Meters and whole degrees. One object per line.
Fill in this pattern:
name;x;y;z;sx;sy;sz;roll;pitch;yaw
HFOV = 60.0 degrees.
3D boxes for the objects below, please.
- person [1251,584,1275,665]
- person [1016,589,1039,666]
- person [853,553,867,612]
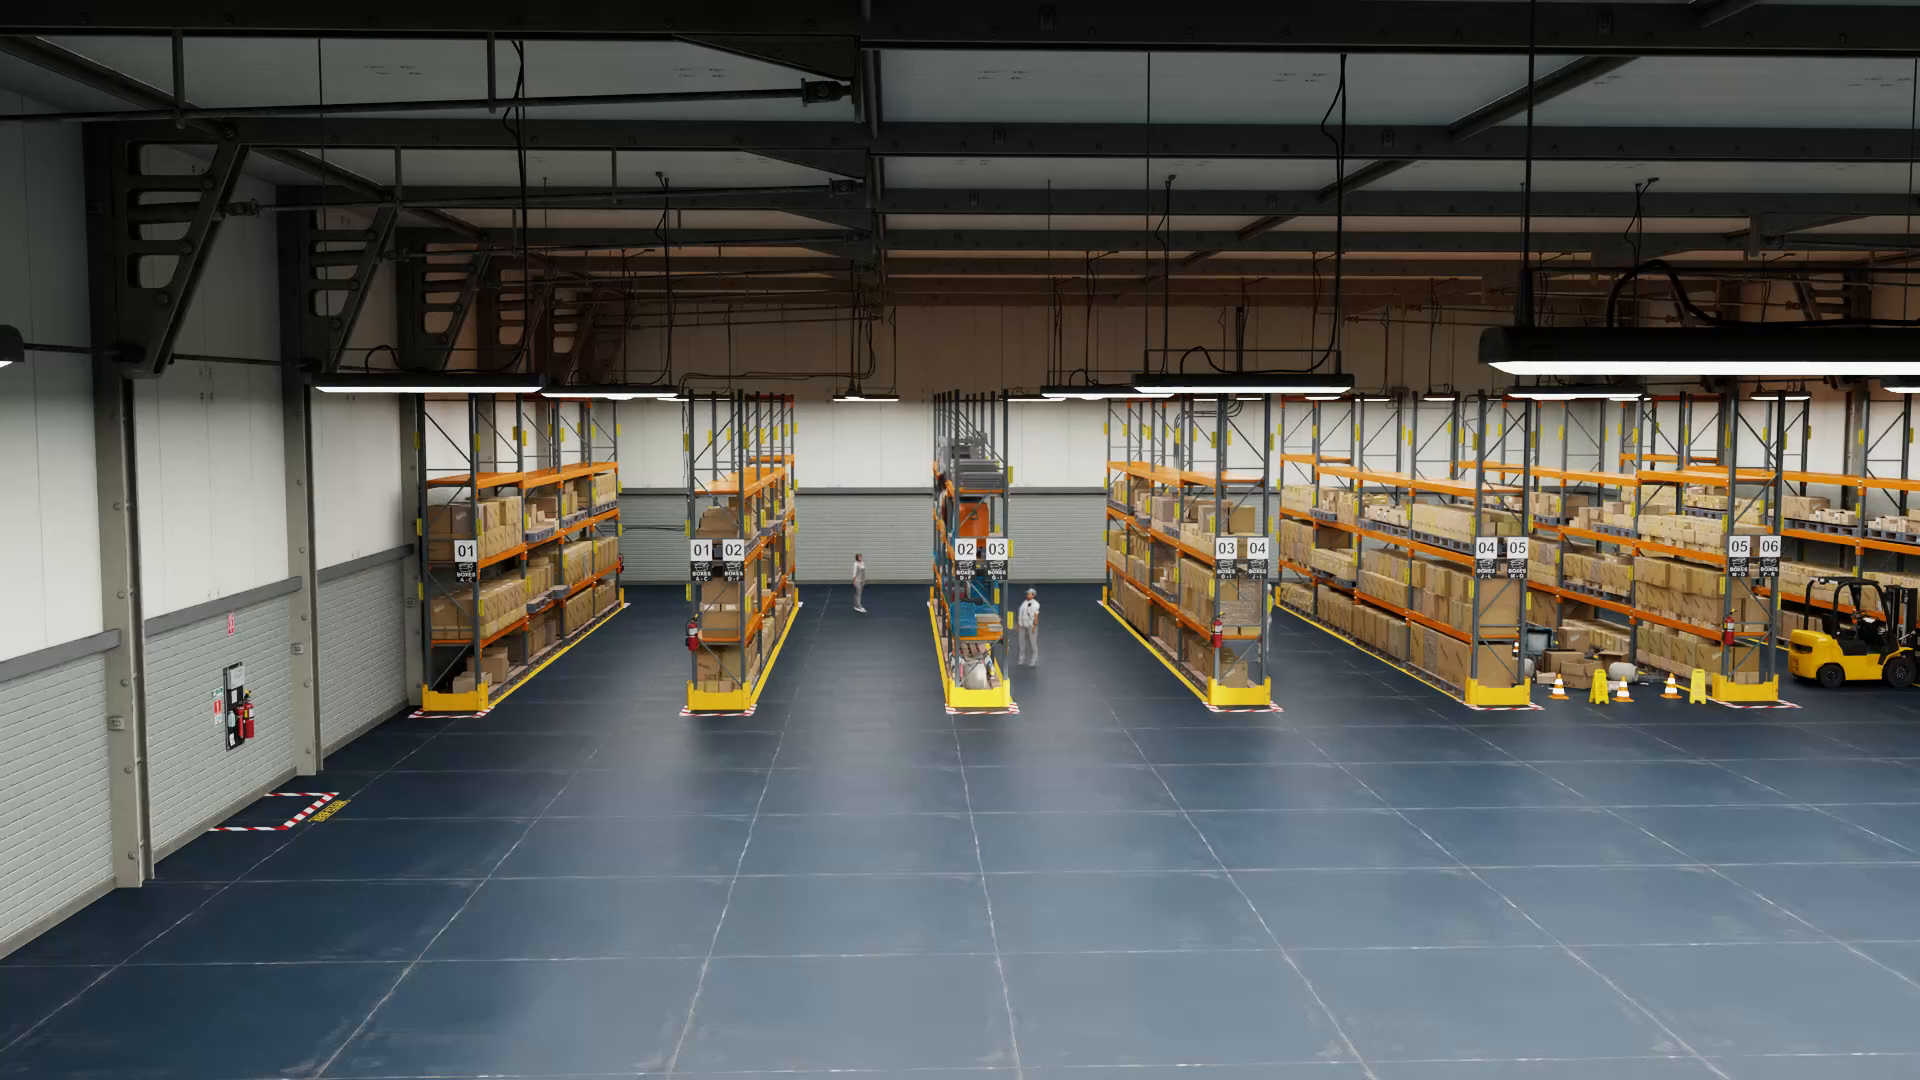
person;6.659;1.850;36.581;0.493;1.788;0.620;1;5;8
person;1.477;1.897;36.333;0.530;1.663;0.411;3;6;36
person;-2.750;1.171;46.133;0.501;1.615;0.459;2;5;27
